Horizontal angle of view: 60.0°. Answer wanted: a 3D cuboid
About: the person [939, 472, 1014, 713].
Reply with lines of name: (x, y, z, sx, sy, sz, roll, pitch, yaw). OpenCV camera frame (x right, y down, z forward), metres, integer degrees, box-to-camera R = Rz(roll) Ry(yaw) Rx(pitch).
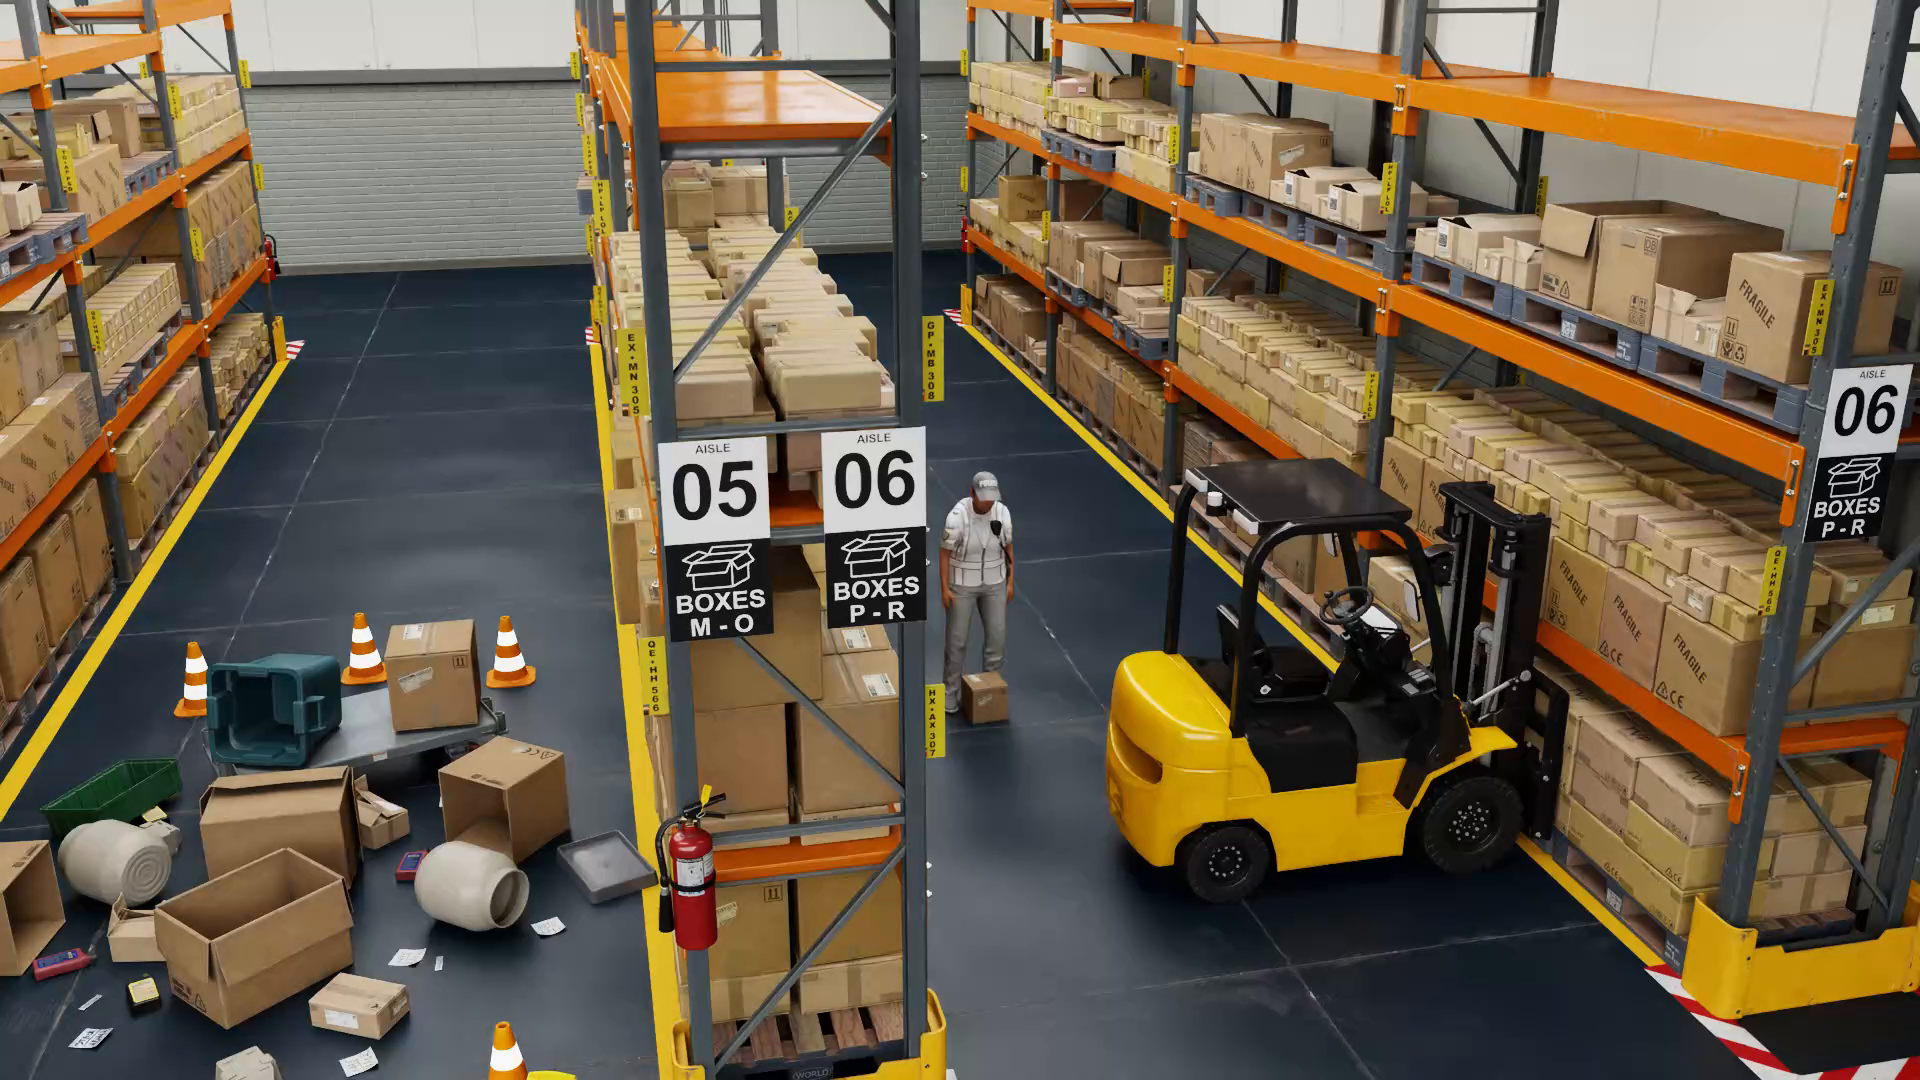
person: (0.112, 0.325, 11.158, 0.548, 1.664, 0.468, -5, 20, -15)
